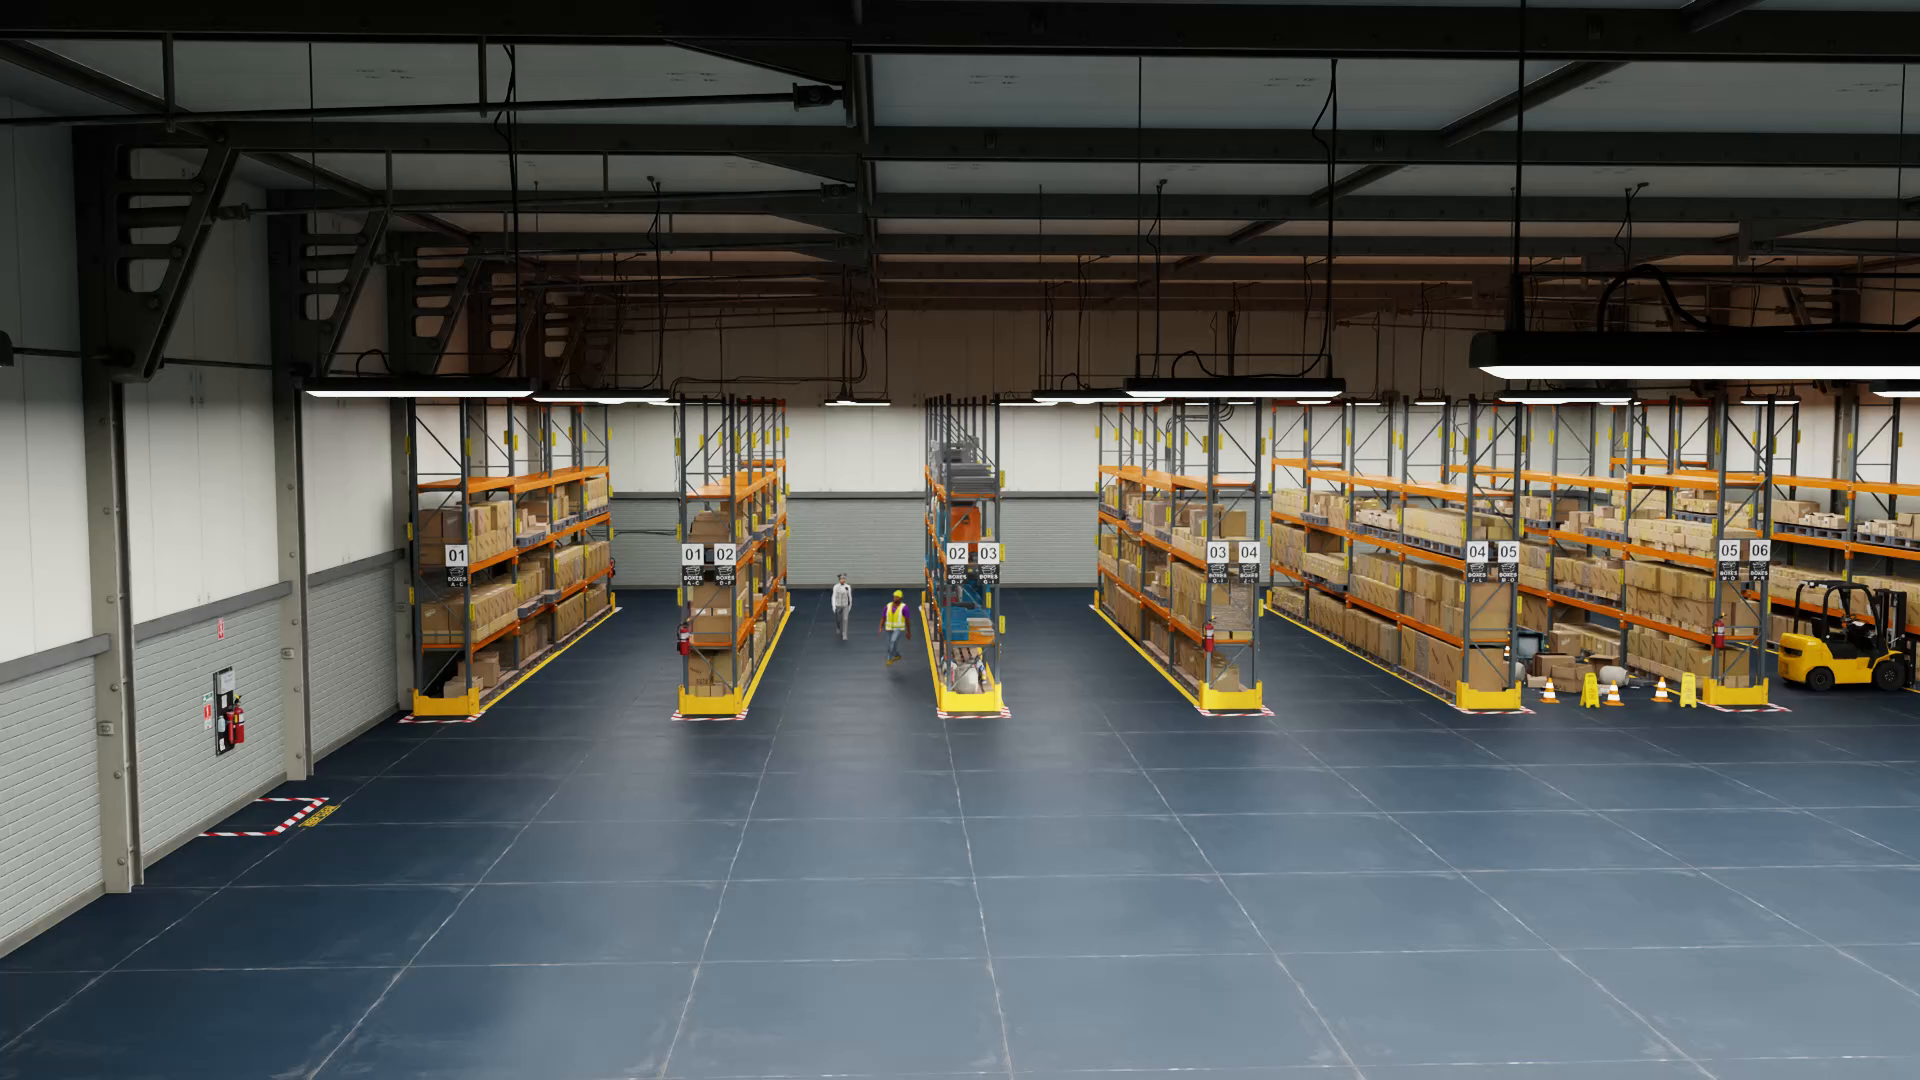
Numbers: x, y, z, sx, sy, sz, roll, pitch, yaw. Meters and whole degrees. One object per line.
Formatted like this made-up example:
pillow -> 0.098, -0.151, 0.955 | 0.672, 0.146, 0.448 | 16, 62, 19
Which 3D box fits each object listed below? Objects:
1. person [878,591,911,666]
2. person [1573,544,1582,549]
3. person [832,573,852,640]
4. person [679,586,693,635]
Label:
person -> -1.437, 1.861, 35.630 | 0.626, 1.549, 0.937 | 2, 5, 25
person -> 18.416, 0.956, 49.572 | 0.628, 1.663, 0.490 | 0, 5, -5
person -> -2.930, 1.620, 41.311 | 0.494, 1.611, 1.049 | 0, 5, -3
person -> -6.834, 1.565, 41.973 | 0.574, 1.673, 0.385 | 0, 5, 3
